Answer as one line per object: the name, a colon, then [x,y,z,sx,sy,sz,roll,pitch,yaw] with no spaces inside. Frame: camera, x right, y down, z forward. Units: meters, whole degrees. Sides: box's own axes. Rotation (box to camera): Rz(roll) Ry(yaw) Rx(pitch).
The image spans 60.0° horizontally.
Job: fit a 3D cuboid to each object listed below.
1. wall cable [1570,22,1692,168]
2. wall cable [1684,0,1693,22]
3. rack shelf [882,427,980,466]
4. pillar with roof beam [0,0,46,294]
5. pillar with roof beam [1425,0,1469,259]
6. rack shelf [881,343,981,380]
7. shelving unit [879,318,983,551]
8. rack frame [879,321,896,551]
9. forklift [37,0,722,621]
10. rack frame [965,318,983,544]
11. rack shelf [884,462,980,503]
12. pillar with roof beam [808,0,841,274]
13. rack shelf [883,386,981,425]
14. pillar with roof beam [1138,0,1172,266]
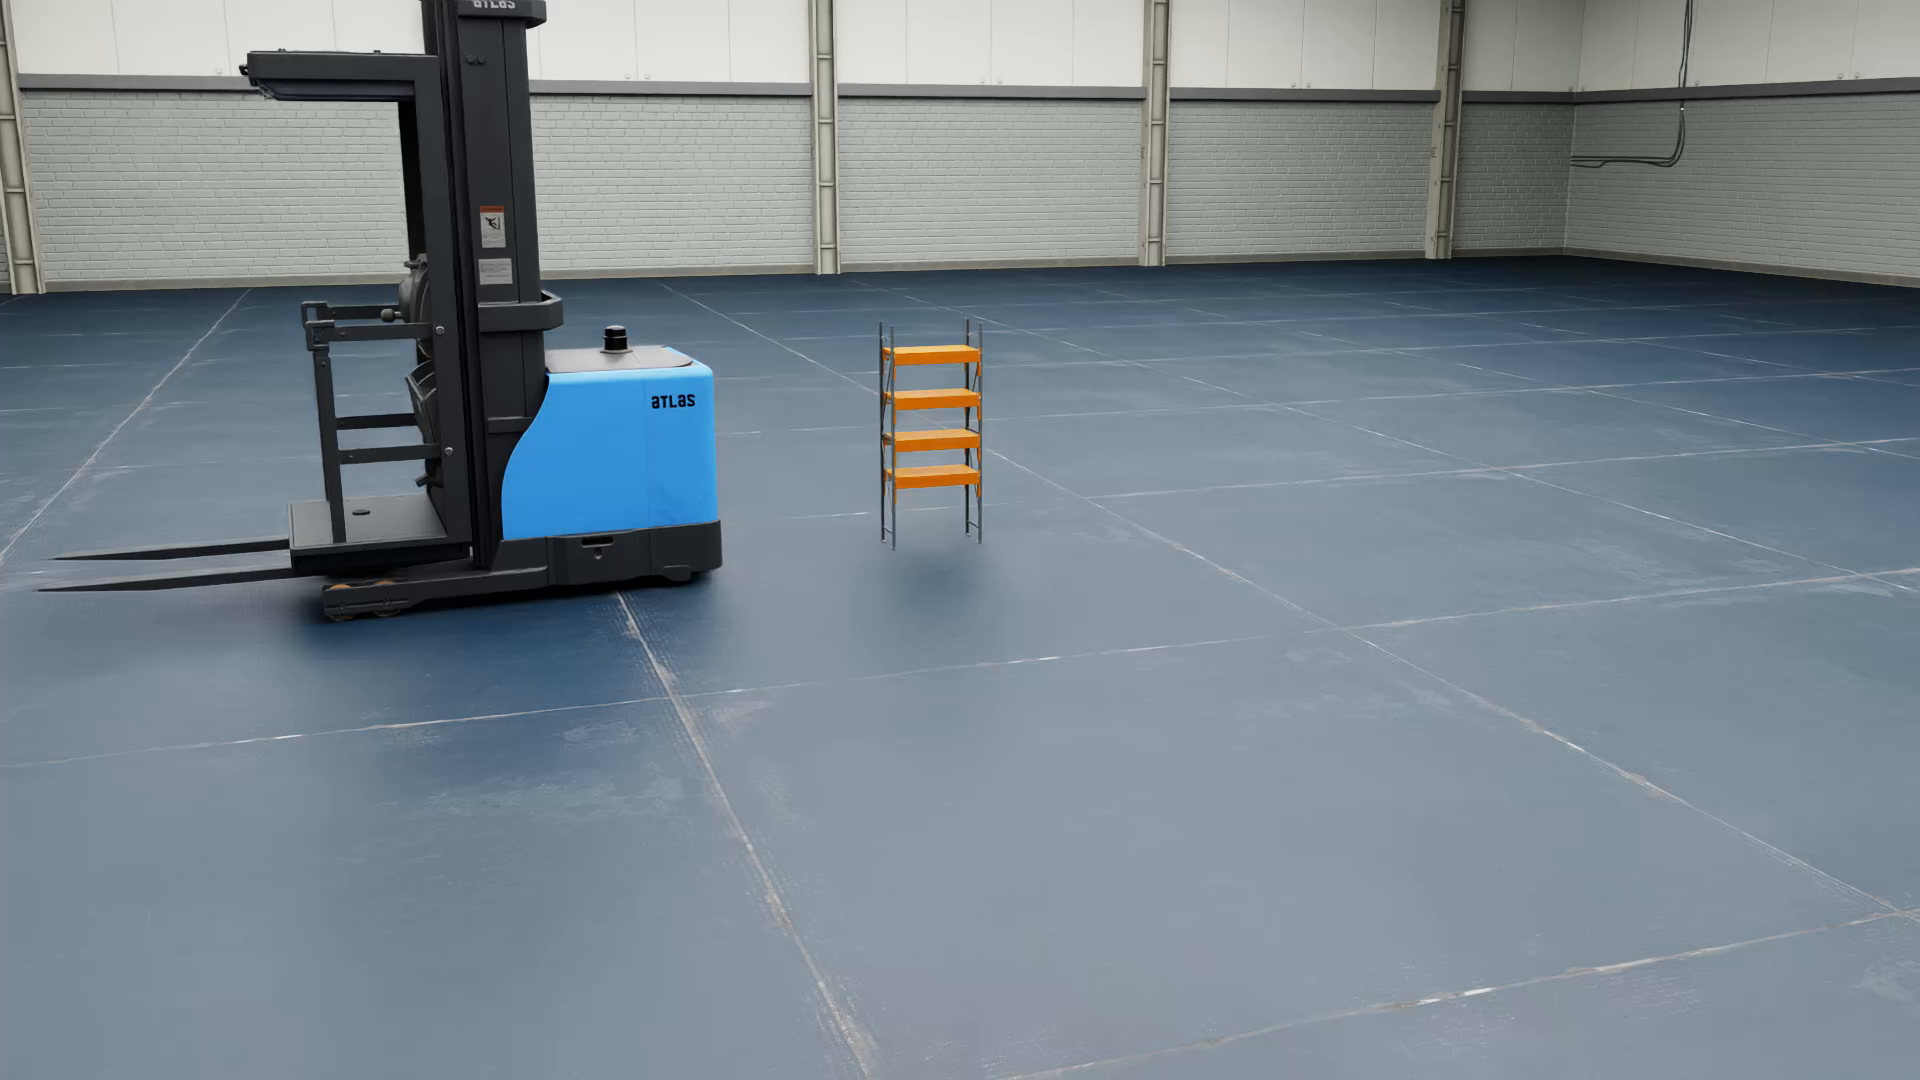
wall cable: [12.343,-8.179,30.792,0.112,2.526,3.097,-4,14,-18]
wall cable: [13.206,-10.043,27.713,0.112,2.526,3.097,-4,14,-18]
rack shelf: [-0.157,-0.506,8.968,0.480,0.148,0.258,-4,14,-18]
pillar with roof beam: [-12.245,-7.047,19.322,0.400,9.000,9.100,-4,14,-18]
pillar with roof beam: [10.502,-8.818,26.768,0.400,9.000,9.100,-4,14,-18]
rack shelf: [-0.157,-0.954,8.862,0.480,0.148,0.258,-4,14,-18]
shelving unit: [-0.157,-0.572,8.953,0.503,1.200,0.258,-4,14,-18]
rack frame: [-0.388,-0.553,8.877,0.015,1.200,0.240,-4,14,-18]
forklift: [-2.754,-1.194,7.830,3.031,2.935,1.130,-5,14,-21]
rack frame: [0.074,-0.590,9.028,0.015,1.200,0.240,-4,14,-18]
rack shelf: [-0.157,-0.313,9.014,0.480,0.148,0.258,-4,14,-18]
pillar with roof beam: [-0.871,-7.932,23.045,0.400,9.000,9.100,-4,14,-18]
rack shelf: [-0.157,-0.724,8.916,0.480,0.148,0.258,-4,14,-18]
pillar with roof beam: [4.815,-8.375,24.907,0.400,9.000,9.100,-4,14,-18]
